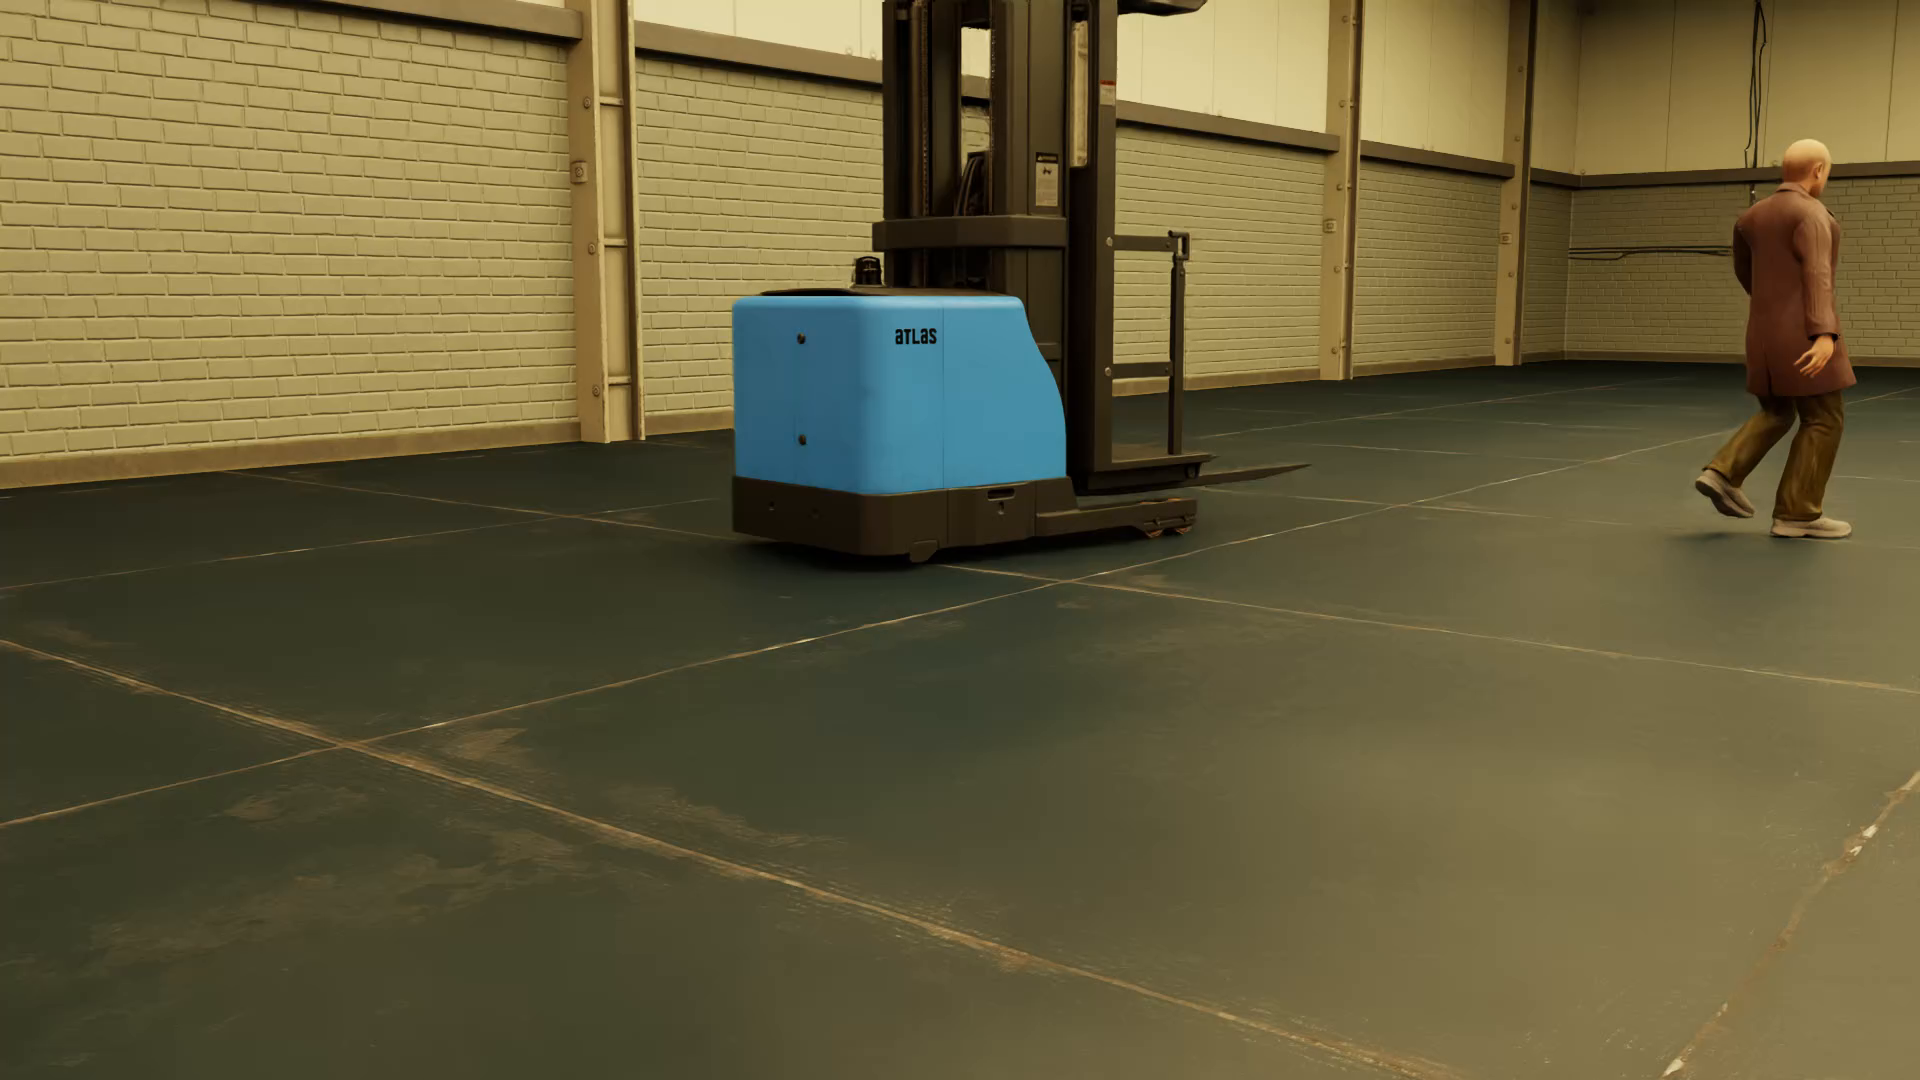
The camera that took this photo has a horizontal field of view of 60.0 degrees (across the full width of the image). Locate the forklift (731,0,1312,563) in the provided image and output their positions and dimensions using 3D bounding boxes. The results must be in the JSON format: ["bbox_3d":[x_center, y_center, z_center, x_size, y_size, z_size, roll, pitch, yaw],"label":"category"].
[{"bbox_3d":[0.453,-1.511,7.610,3.031,2.935,1.130,-7,11,-41],"label":"forklift"}]

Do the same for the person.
[{"bbox_3d":[3.697,-0.894,7.450,0.641,1.761,0.852,-2,9,-13],"label":"person"}]
